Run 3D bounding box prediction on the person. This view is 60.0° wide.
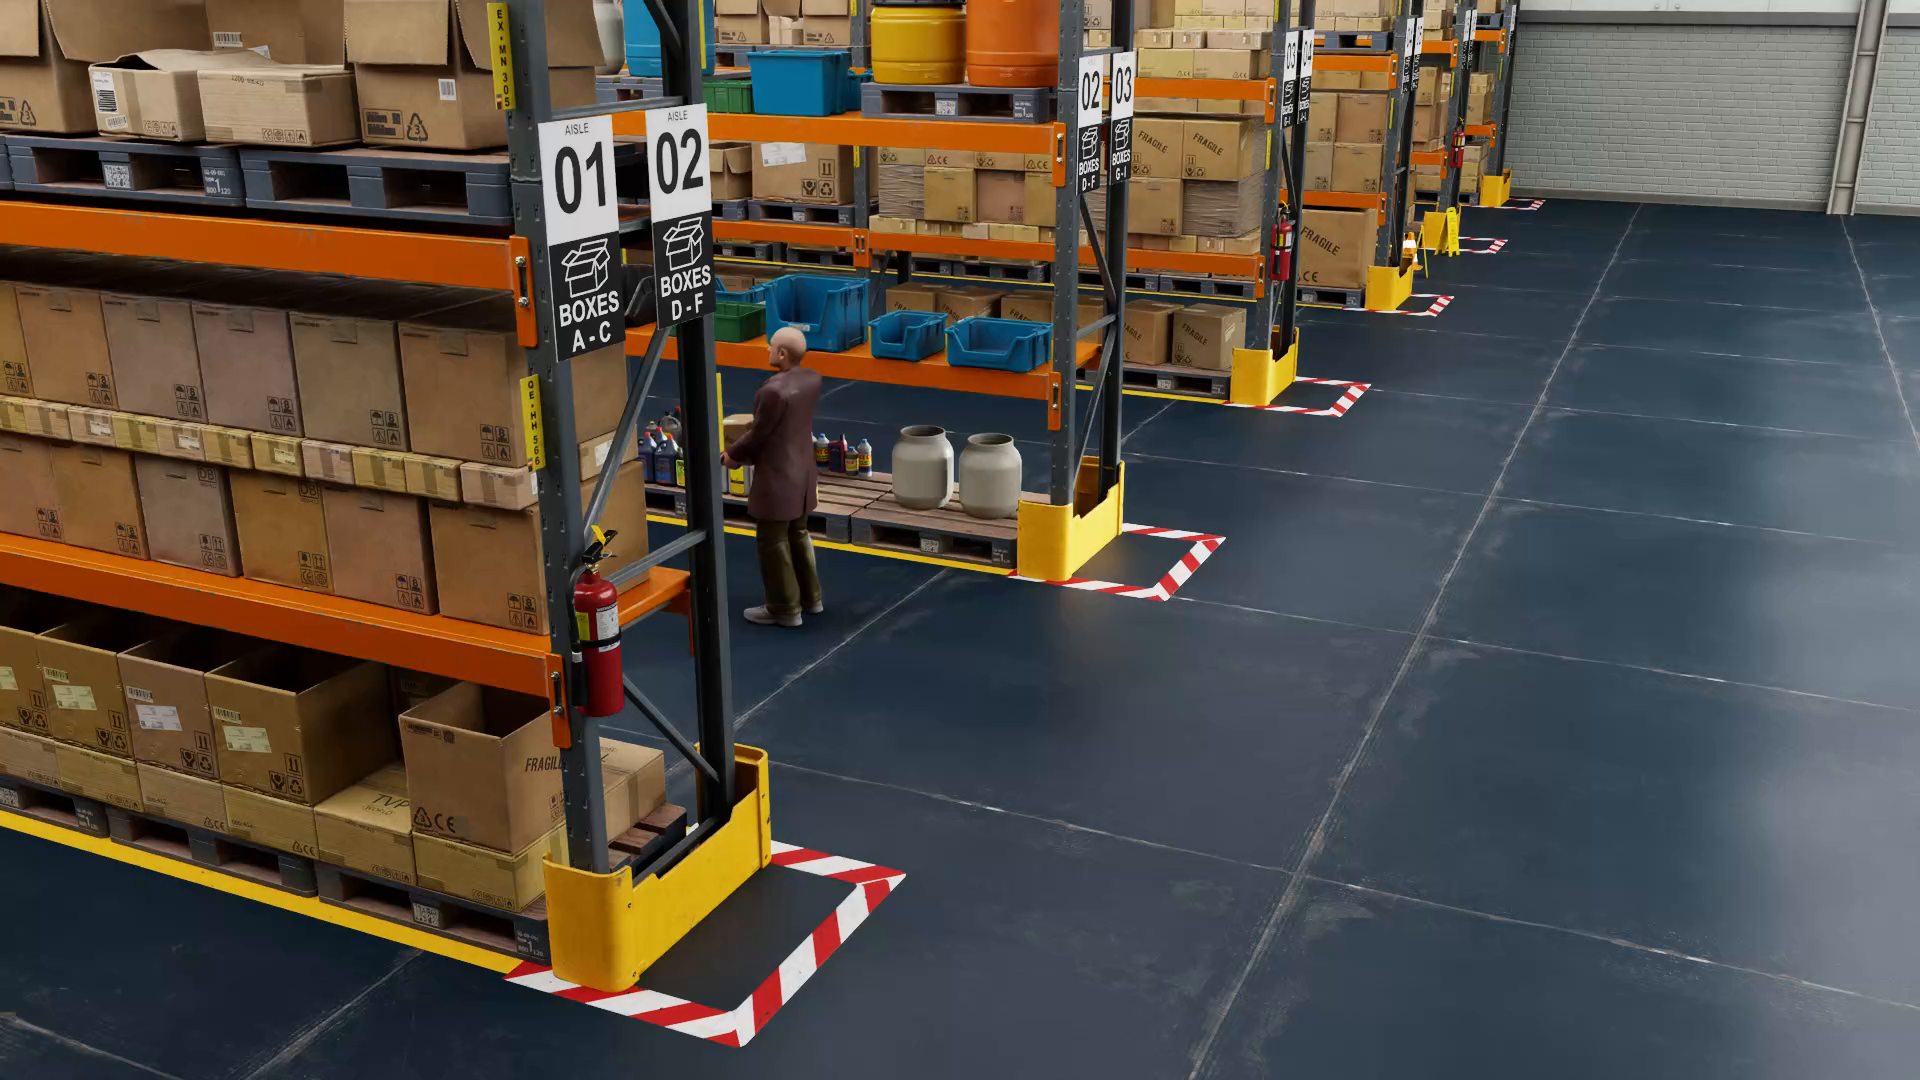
[{"bbox_3d":[-1.112,-0.388,9.740,0.555,1.770,0.530,9,21,24],"label":"person"}]
